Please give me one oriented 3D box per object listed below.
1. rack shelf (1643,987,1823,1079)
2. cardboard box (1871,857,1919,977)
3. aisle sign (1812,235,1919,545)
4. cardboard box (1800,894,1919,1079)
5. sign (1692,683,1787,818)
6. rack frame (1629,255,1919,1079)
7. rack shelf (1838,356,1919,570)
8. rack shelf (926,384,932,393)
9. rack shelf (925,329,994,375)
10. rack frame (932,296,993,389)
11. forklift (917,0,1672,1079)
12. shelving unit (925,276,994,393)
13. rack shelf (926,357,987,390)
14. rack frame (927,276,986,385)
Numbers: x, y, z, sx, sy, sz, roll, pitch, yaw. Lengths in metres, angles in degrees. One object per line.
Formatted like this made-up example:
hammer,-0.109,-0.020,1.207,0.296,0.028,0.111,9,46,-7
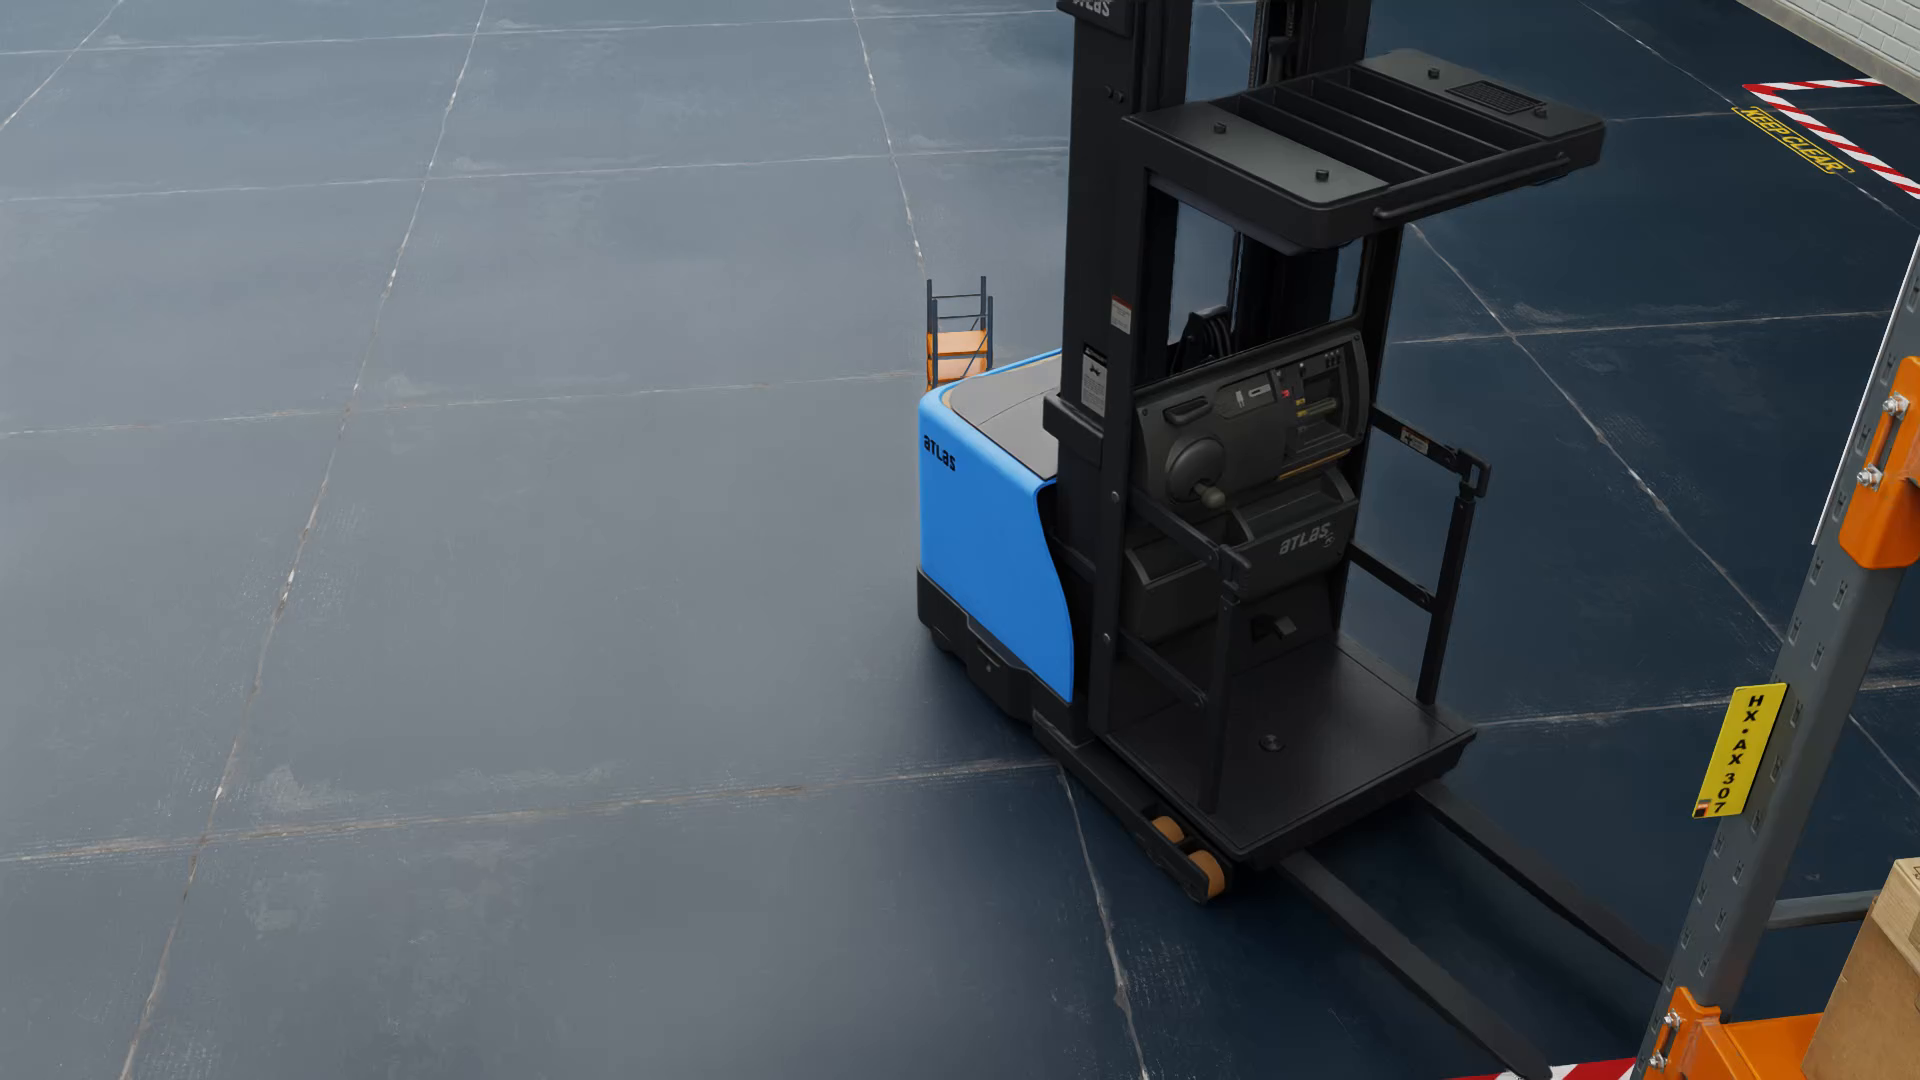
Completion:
rack shelf,2.297,2.168,2.043,1.077,0.370,4.000,-4,35,-6
cardboard box,1.867,0.681,2.922,0.380,0.149,0.250,-5,35,-7
aisle sign,1.715,-0.333,2.766,0.394,0.787,0.004,-4,35,-6
cardboard box,2.078,0.975,3.067,0.700,0.500,0.500,-4,35,-6
sign,1.477,0.403,3.156,0.100,0.325,0.005,-4,35,-6
rack frame,2.031,0.755,3.479,0.949,2.616,0.053,-4,35,-6
rack shelf,2.297,0.929,1.199,1.077,0.370,4.000,-4,35,-6
rack shelf,-0.002,-0.566,6.881,0.258,0.103,0.180,-4,35,-6
rack shelf,-0.002,-0.765,6.746,0.258,0.103,0.180,-4,35,-6
rack frame,0.010,-0.453,6.849,0.240,1.200,0.006,-4,35,-6
forklift,1.059,-0.325,5.124,1.130,2.935,3.031,-20,39,-27
shelving unit,-0.002,-0.504,6.924,0.258,1.200,0.189,-4,35,-6
rack shelf,-0.002,-0.665,6.814,0.258,0.103,0.180,-4,35,-6
rack frame,-0.014,-0.555,6.999,0.240,1.200,0.006,-4,35,-6
